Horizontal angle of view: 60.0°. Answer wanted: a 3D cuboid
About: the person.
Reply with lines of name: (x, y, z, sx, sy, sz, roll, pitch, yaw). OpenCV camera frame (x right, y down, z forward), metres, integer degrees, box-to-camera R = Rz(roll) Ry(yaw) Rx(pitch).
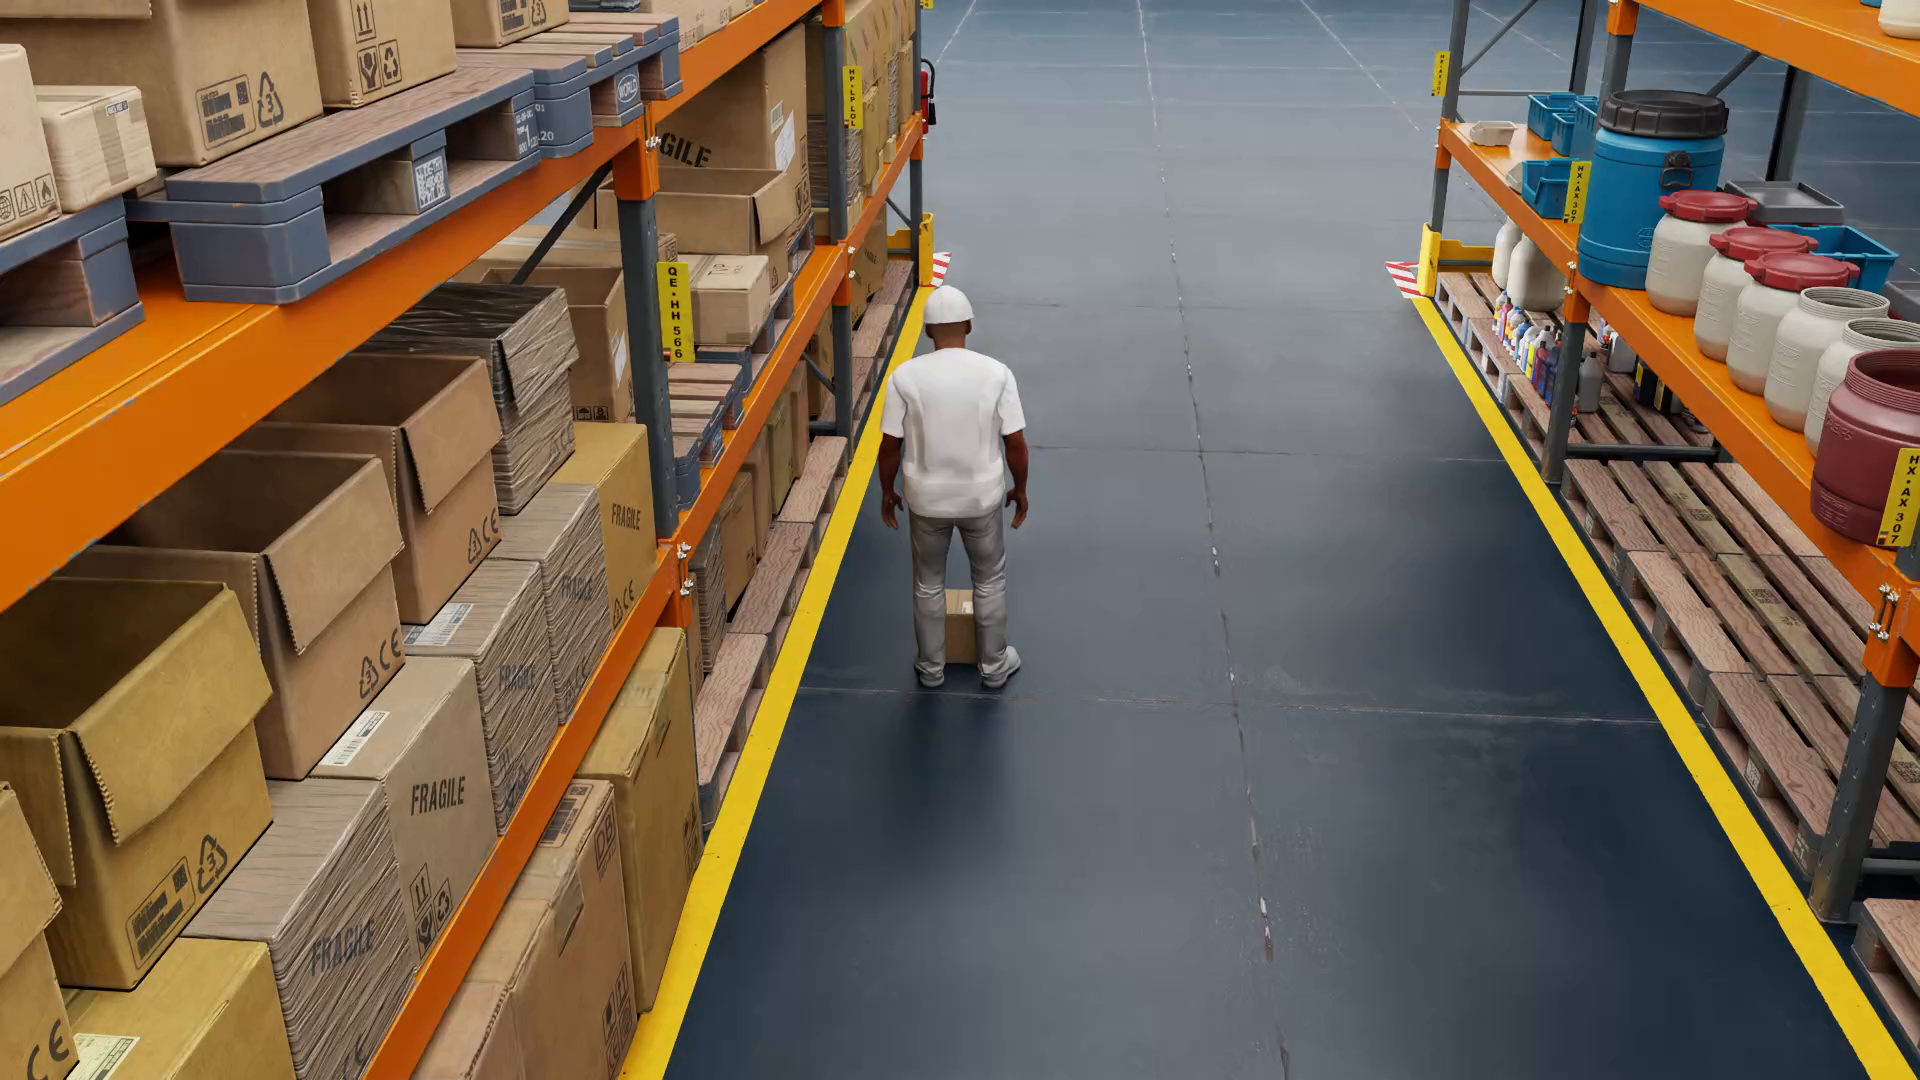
person: (-0.025, -0.199, 7.029, 0.630, 1.755, 0.460, 0, 24, 1)
